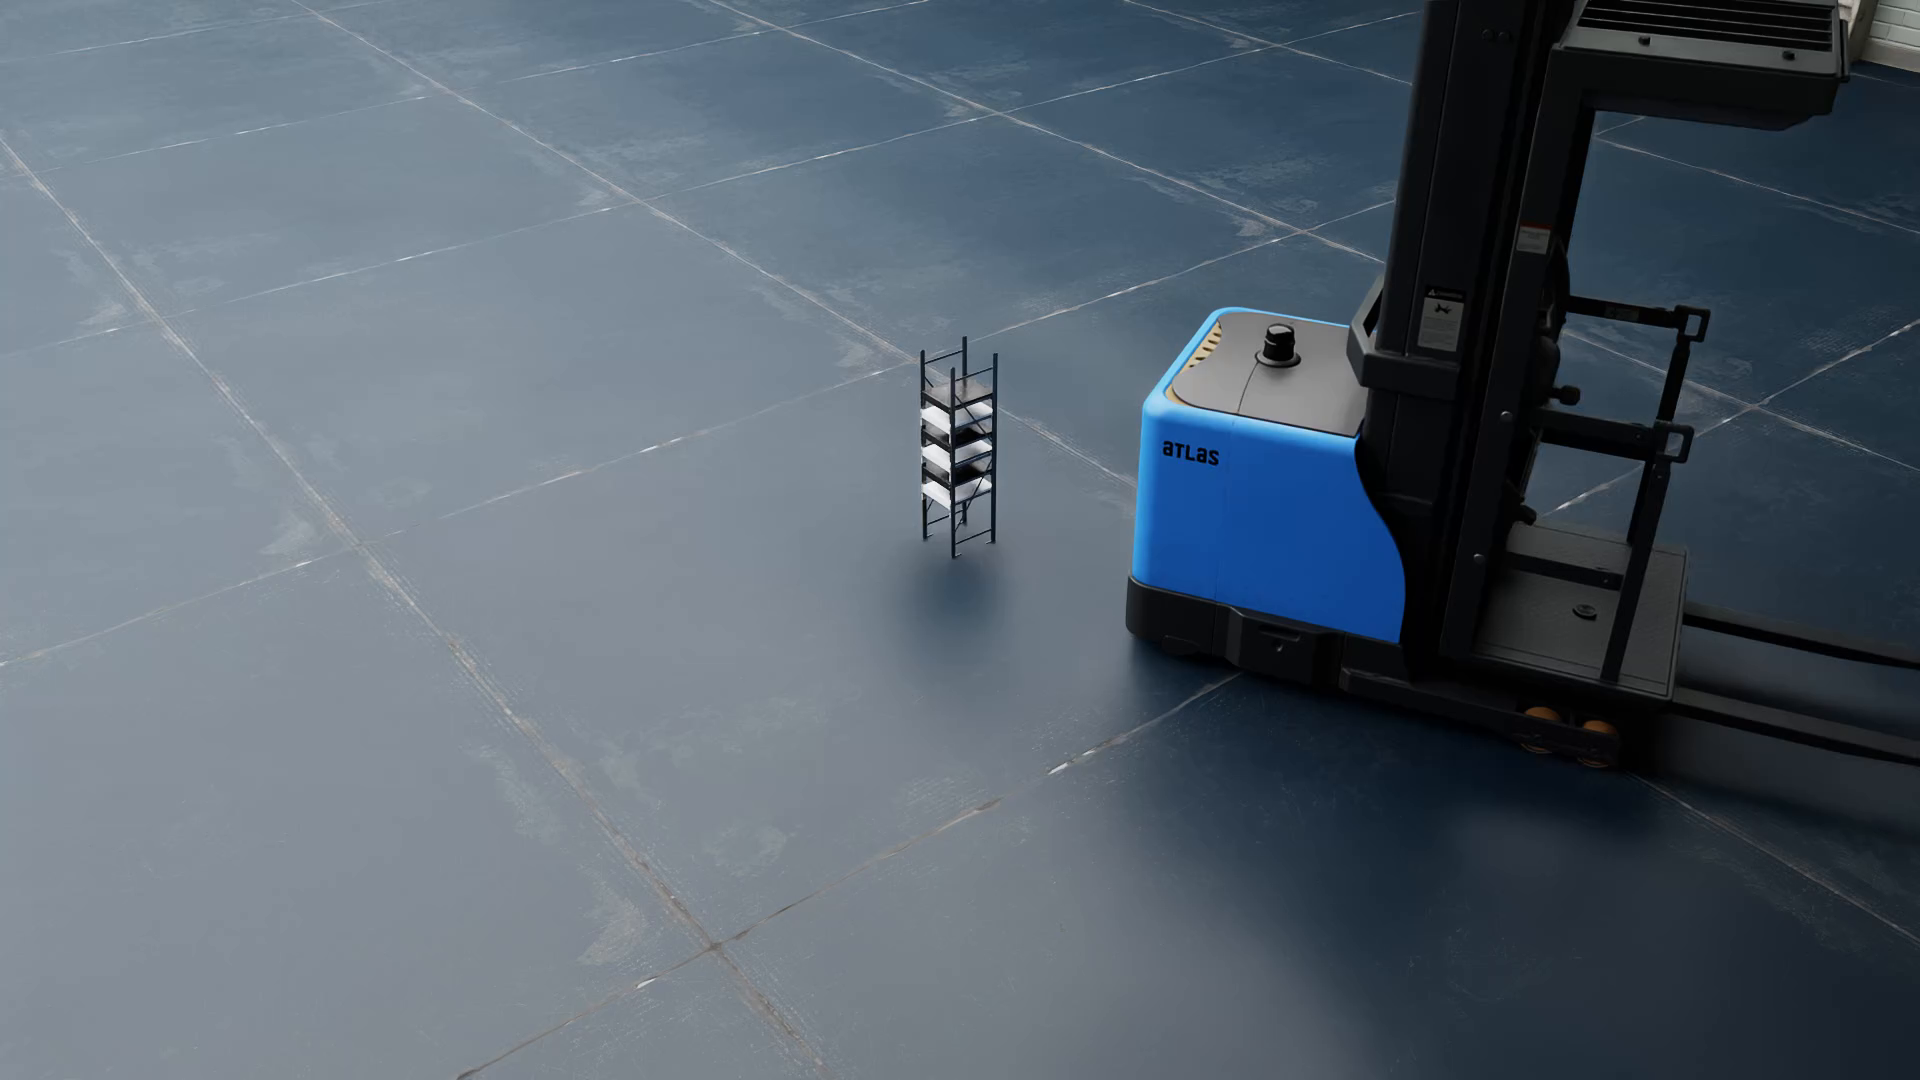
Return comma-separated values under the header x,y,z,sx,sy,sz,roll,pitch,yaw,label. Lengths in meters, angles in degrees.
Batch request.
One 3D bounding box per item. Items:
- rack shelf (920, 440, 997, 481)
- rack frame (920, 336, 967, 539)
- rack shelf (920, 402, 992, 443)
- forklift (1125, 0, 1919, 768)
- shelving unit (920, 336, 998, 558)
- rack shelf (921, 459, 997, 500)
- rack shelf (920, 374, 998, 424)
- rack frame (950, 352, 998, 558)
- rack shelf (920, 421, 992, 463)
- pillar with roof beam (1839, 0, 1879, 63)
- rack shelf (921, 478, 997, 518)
x,y,z,sx,sy,sz,roll,pitch,yaw,label
-0.005,-0.357,7.036,0.258,0.077,0.200,-22,38,-31,rack shelf
-0.067,-0.428,7.086,0.240,0.900,0.006,-22,38,-31,rack frame
-0.005,-0.510,6.941,0.258,0.077,0.200,-22,38,-31,rack shelf
2.217,-0.752,5.683,3.031,2.935,1.130,13,34,20,forklift
-0.005,-0.386,7.018,0.258,0.900,0.210,-22,38,-31,shelving unit
-0.005,-0.281,7.083,0.258,0.077,0.200,-22,38,-31,rack shelf
-0.005,-0.587,6.893,0.258,0.077,0.200,-22,38,-31,rack shelf
0.057,-0.343,6.950,0.240,0.900,0.006,-22,38,-31,rack frame
-0.005,-0.434,6.988,0.258,0.077,0.200,-22,38,-31,rack shelf
3.725,-6.394,9.015,9.100,9.000,0.400,-22,38,-31,pillar with roof beam
-0.005,-0.204,7.131,0.258,0.077,0.200,-22,38,-31,rack shelf
